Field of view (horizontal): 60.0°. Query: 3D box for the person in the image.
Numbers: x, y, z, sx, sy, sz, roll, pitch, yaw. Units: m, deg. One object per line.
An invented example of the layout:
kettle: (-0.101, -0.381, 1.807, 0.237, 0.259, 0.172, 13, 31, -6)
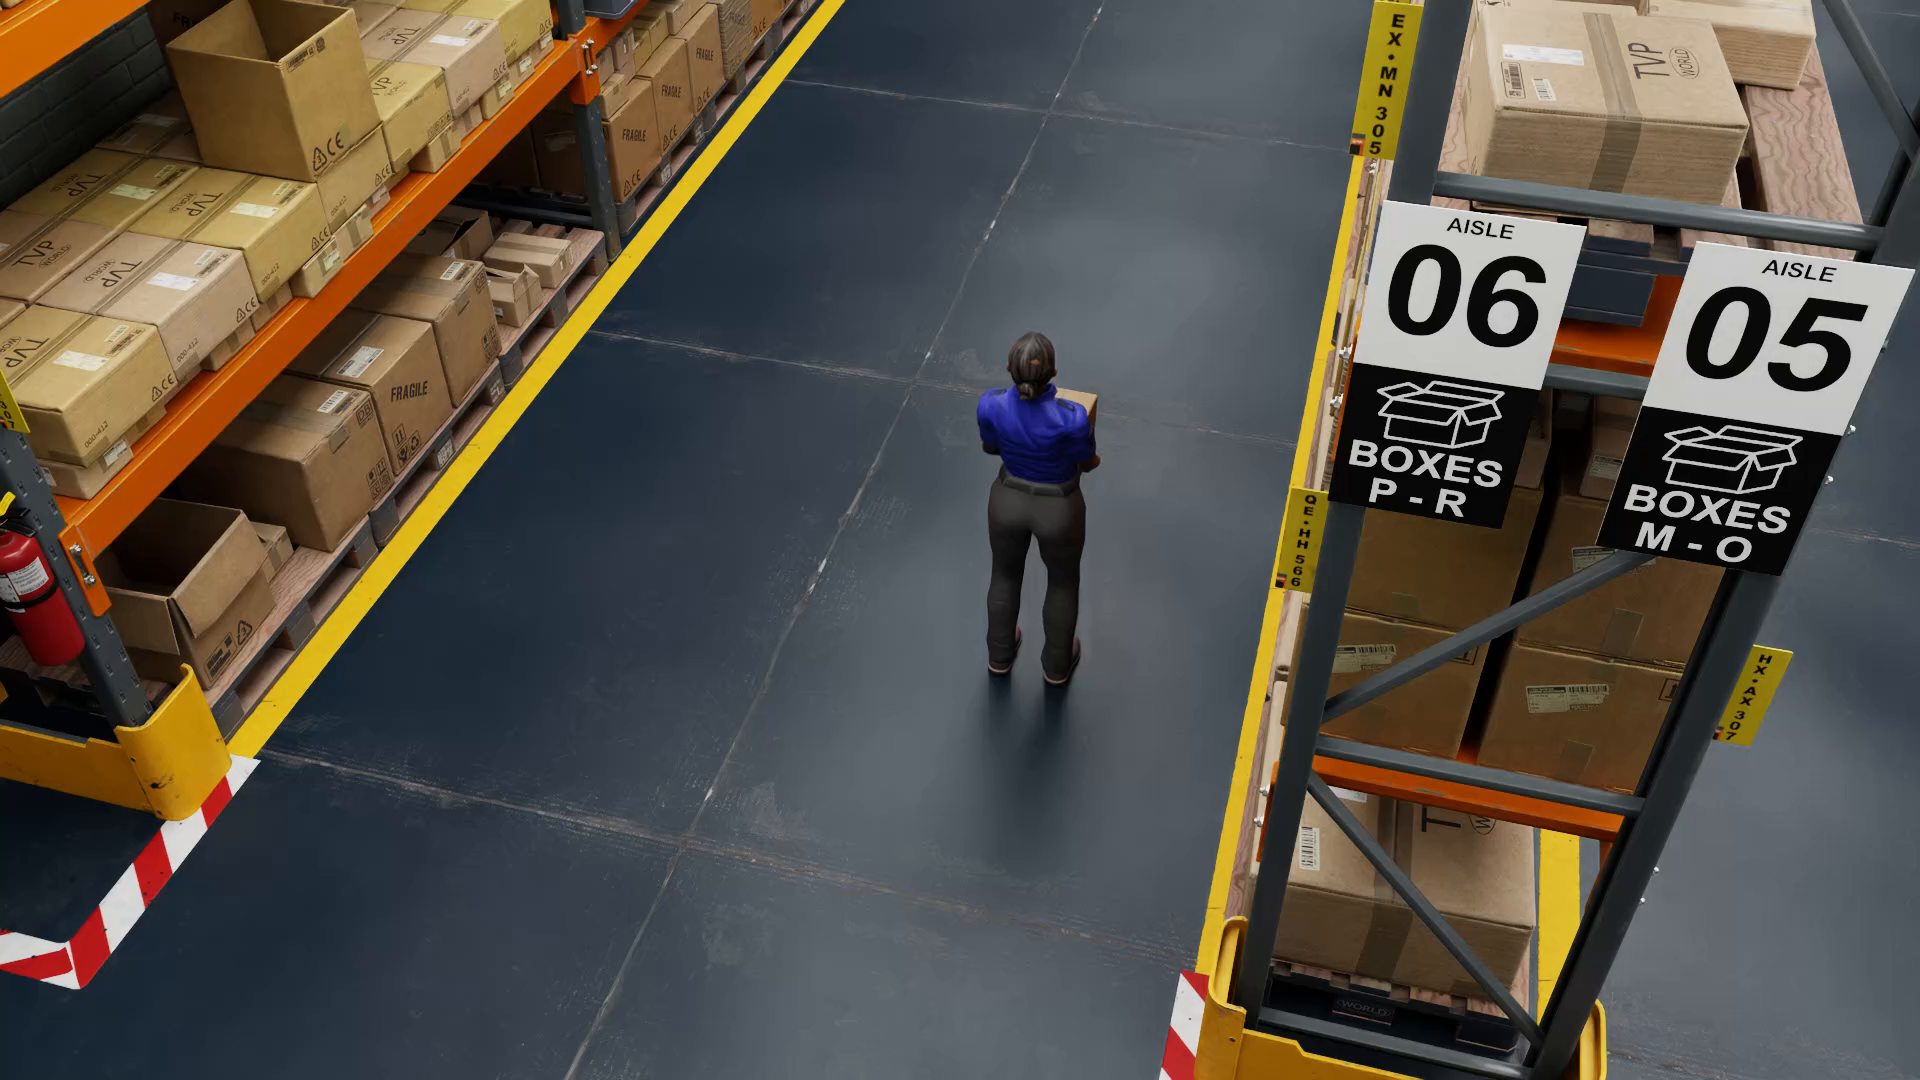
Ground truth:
person: (0.311, -0.164, 6.357, 0.450, 1.646, 0.517, 11, 43, 13)
